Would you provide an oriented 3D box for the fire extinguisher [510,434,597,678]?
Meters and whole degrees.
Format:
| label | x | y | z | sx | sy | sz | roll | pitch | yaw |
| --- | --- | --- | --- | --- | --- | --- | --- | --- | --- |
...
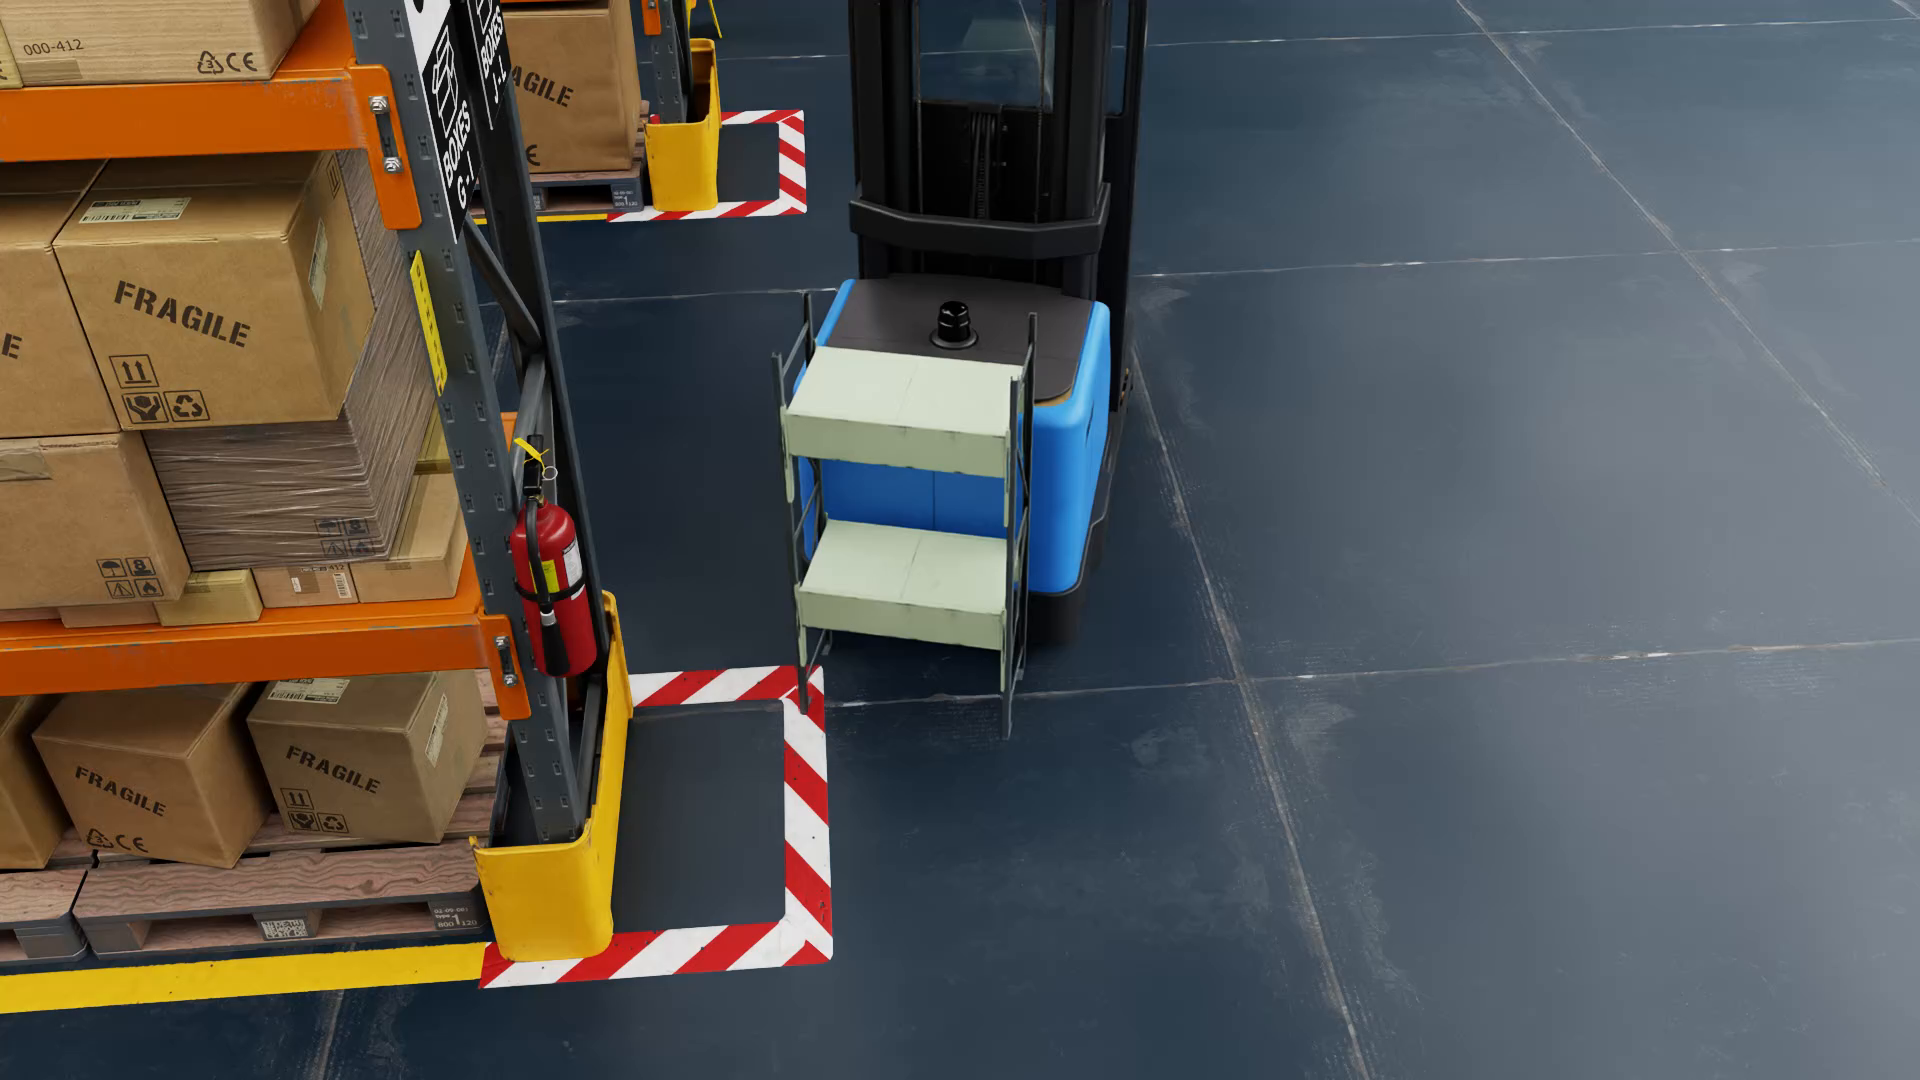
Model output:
| label | x | y | z | sx | sy | sz | roll | pitch | yaw |
| --- | --- | --- | --- | --- | --- | --- | --- | --- | --- |
| fire extinguisher | -1.072 | 0.057 | 4.318 | 0.183 | 0.674 | 0.296 | -3 | 38 | -4 |

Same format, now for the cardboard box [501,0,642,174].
| label | x | y | z | sx | sy | sz | roll | pitch | yaw |
| --- | --- | --- | --- | --- | --- | --- | --- | --- | --- |
| cardboard box | -2.235 | -2.570 | 8.962 | 0.875 | 0.875 | 0.875 | -3 | 38 | -4 |

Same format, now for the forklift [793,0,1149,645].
| label | x | y | z | sx | sy | sz | roll | pitch | yaw |
| --- | --- | --- | --- | --- | --- | --- | --- | --- | --- |
| forklift | 0.179 | -1.676 | 6.508 | 1.130 | 2.935 | 3.031 | 6 | 39 | 8 |

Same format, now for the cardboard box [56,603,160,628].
| label | x | y | z | sx | sy | sz | roll | pitch | yaw |
| --- | --- | --- | --- | --- | --- | --- | --- | --- | --- |
| cardboard box | -2.237 | 0.053 | 4.464 | 0.250 | 0.149 | 0.380 | -3 | 38 | -4 |

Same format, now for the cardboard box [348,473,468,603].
| label | x | y | z | sx | sy | sz | roll | pitch | yaw |
| --- | --- | --- | --- | --- | --- | --- | --- | --- | --- |
| cardboard box | -1.493 | -0.010 | 4.543 | 0.250 | 0.149 | 0.380 | -3 | 38 | -4 |

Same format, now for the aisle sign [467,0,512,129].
| label | x | y | z | sx | sy | sz | roll | pitch | yaw |
| --- | --- | --- | --- | --- | --- | --- | --- | --- | --- |
| aisle sign | -1.192 | -1.460 | 4.080 | 0.004 | 0.787 | 0.394 | -3 | 38 | -4 |

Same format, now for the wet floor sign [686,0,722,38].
| label | x | y | z | sx | sy | sz | roll | pitch | yaw |
| --- | --- | --- | --- | --- | --- | --- | --- | --- | --- |
| wet floor sign | -1.712 | -3.616 | 10.812 | 0.232 | 0.644 | 0.267 | -9 | 39 | -12 |

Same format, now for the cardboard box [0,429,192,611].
| label | x | y | z | sx | sy | sz | roll | pitch | yaw |
| --- | --- | --- | --- | --- | --- | --- | --- | --- | --- |
| cardboard box | -2.265 | -0.293 | 4.378 | 0.500 | 0.500 | 0.875 | -3 | 38 | -4 |

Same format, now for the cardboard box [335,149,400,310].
| label | x | y | z | sx | sy | sz | roll | pitch | yaw |
| --- | --- | --- | --- | --- | --- | --- | --- | --- | --- |
| cardboard box | -1.799 | -0.938 | 4.389 | 0.500 | 0.500 | 0.500 | -3 | 38 | -4 |

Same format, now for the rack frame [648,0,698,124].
| label | x | y | z | sx | sy | sz | roll | pitch | yaw |
| --- | --- | --- | --- | --- | --- | --- | --- | --- | --- |
| rack frame | -1.566 | -3.317 | 8.532 | 0.127 | 3.000 | 1.000 | -3 | 38 | -4 |

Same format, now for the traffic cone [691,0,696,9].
| label | x | y | z | sx | sy | sz | roll | pitch | yaw |
| --- | --- | --- | --- | --- | --- | --- | --- | --- | --- |
| traffic cone | -1.982 | -3.884 | 11.299 | 0.334 | 0.463 | 0.336 | -3 | 38 | -4 |

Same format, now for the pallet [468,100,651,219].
| label | x | y | z | sx | sy | sz | roll | pitch | yaw |
| --- | --- | --- | --- | --- | --- | --- | --- | --- | --- |
| pallet | -2.355 | -2.130 | 9.279 | 1.213 | 0.211 | 1.003 | -3 | 38 | -4 |

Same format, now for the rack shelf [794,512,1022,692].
| label | x | y | z | sx | sy | sz | roll | pitch | yaw |
| --- | --- | --- | --- | --- | --- | --- | --- | --- | --- |
| rack shelf | -0.165 | 0.211 | 5.797 | 0.720 | 0.370 | 0.431 | 6 | 39 | 8 |

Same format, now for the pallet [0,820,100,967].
| label | x | y | z | sx | sy | sz | roll | pitch | yaw |
| --- | --- | --- | --- | --- | --- | --- | --- | --- | --- |
| pallet | -3.328 | 0.935 | 5.394 | 1.213 | 0.211 | 1.003 | -3 | 38 | -4 |

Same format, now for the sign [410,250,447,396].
| label | x | y | z | sx | sy | sz | roll | pitch | yaw |
| --- | --- | --- | --- | --- | --- | --- | --- | --- | --- |
| sign | -1.198 | -0.486 | 3.755 | 0.005 | 0.325 | 0.100 | -3 | 38 | -4 |

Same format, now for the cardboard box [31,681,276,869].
| label | x | y | z | sx | sy | sz | roll | pitch | yaw |
| --- | --- | --- | --- | --- | --- | --- | --- | --- | --- |
| cardboard box | -2.443 | 0.643 | 5.192 | 0.500 | 0.500 | 0.500 | 6 | 39 | 8 |

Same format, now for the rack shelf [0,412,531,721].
| label | x | y | z | sx | sy | sz | roll | pitch | yaw |
| --- | --- | --- | --- | --- | --- | --- | --- | --- | --- |
| rack shelf | -3.219 | 0.141 | 4.731 | 4.000 | 0.370 | 1.077 | -3 | 38 | -4 |

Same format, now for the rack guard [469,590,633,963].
| label | x | y | z | sx | sy | sz | roll | pitch | yaw |
| --- | --- | --- | --- | --- | --- | --- | --- | --- | --- |
| rack guard | -1.303 | 0.734 | 5.416 | 0.348 | 0.500 | 1.175 | -3 | 38 | -4 |

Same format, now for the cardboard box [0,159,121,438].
| label | x | y | z | sx | sy | sz | roll | pitch | yaw |
| --- | --- | --- | --- | --- | --- | --- | --- | --- | --- |
| cardboard box | -2.251 | -0.586 | 3.943 | 0.500 | 0.500 | 0.500 | -3 | 38 | -4 |

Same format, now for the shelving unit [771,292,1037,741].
| label | x | y | z | sx | sy | sz | roll | pitch | yaw |
| --- | --- | --- | --- | --- | --- | --- | --- | --- | --- |
| shelving unit | -0.165 | -0.044 | 5.595 | 0.755 | 1.500 | 0.431 | 6 | 39 | 8 |

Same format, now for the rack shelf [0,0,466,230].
| label | x | y | z | sx | sy | sz | roll | pitch | yaw |
| --- | --- | --- | --- | --- | --- | --- | --- | --- | --- |
| rack shelf | -3.219 | -1.037 | 3.801 | 4.000 | 0.370 | 1.077 | -3 | 38 | -4 |

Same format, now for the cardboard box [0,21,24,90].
| label | x | y | z | sx | sy | sz | roll | pitch | yaw |
| --- | --- | --- | --- | --- | --- | --- | --- | --- | --- |
| cardboard box | -2.182 | -1.158 | 3.495 | 0.500 | 0.250 | 0.500 | -3 | 38 | -4 |

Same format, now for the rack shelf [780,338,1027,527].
| label | x | y | z | sx | sy | sz | roll | pitch | yaw |
| --- | --- | --- | --- | --- | --- | --- | --- | --- | --- |
| rack shelf | -0.165 | -0.351 | 5.354 | 0.720 | 0.370 | 0.431 | 6 | 39 | 8 |

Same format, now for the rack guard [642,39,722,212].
| label | x | y | z | sx | sy | sz | roll | pitch | yaw |
| --- | --- | --- | --- | --- | --- | --- | --- | --- | --- |
| rack guard | -1.542 | -2.337 | 9.308 | 0.348 | 0.500 | 1.175 | -3 | 38 | -4 |

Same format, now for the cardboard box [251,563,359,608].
| label | x | y | z | sx | sy | sz | roll | pitch | yaw |
| --- | --- | --- | --- | --- | --- | --- | --- | --- | --- |
| cardboard box | -1.742 | 0.004 | 4.527 | 0.250 | 0.149 | 0.380 | -3 | 38 | -4 |

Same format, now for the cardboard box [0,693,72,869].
| label | x | y | z | sx | sy | sz | roll | pitch | yaw |
| --- | --- | --- | --- | --- | --- | --- | --- | --- | --- |
| cardboard box | -3.068 | 0.666 | 5.164 | 0.500 | 0.500 | 0.500 | 0 | 38 | 0 |

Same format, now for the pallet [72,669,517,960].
| label | x | y | z | sx | sy | sz | roll | pitch | yaw |
| --- | --- | --- | --- | --- | --- | --- | --- | --- | --- |
| pallet | -2.115 | 0.870 | 5.476 | 1.213 | 0.211 | 1.003 | -3 | 38 | -4 |

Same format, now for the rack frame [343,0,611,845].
| label | x | y | z | sx | sy | sz | roll | pitch | yaw |
| --- | --- | --- | --- | --- | --- | --- | --- | --- | --- |
| rack frame | -1.227 | -0.251 | 4.647 | 0.127 | 3.000 | 1.000 | -3 | 38 | -4 |

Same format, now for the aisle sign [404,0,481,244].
| label | x | y | z | sx | sy | sz | roll | pitch | yaw |
| --- | --- | --- | --- | --- | --- | --- | --- | --- | --- |
| aisle sign | -1.139 | -1.090 | 3.611 | 0.004 | 0.787 | 0.394 | -3 | 38 | -4 |

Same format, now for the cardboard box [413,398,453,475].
| label | x | y | z | sx | sy | sz | roll | pitch | yaw |
| --- | --- | --- | --- | --- | --- | --- | --- | --- | --- |
| cardboard box | -1.532 | -0.284 | 4.891 | 0.250 | 0.149 | 0.380 | -3 | 38 | -4 |

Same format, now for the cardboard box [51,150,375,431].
| label | x | y | z | sx | sy | sz | roll | pitch | yaw |
| --- | --- | --- | --- | --- | --- | --- | --- | --- | --- |
| cardboard box | -1.753 | -0.617 | 3.983 | 0.500 | 0.500 | 0.500 | -3 | 38 | -4 |

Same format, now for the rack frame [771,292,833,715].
| label | x | y | z | sx | sy | sz | roll | pitch | yaw |
| --- | --- | --- | --- | --- | --- | --- | --- | --- | --- |
| rack frame | -0.525 | -0.085 | 5.647 | 0.023 | 1.500 | 0.400 | 6 | 39 | 8 |

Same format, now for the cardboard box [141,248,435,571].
| label | x | y | z | sx | sy | sz | roll | pitch | yaw |
| --- | --- | --- | --- | --- | --- | --- | --- | --- | --- |
| cardboard box | -1.777 | -0.394 | 4.507 | 0.500 | 0.500 | 0.875 | -3 | 38 | -4 |

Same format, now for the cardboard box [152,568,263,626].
| label | x | y | z | sx | sy | sz | roll | pitch | yaw |
| --- | --- | --- | --- | --- | --- | --- | --- | --- | --- |
| cardboard box | -1.986 | 0.049 | 4.469 | 0.250 | 0.149 | 0.380 | -3 | 38 | -4 |

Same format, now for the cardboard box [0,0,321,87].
| label | x | y | z | sx | sy | sz | roll | pitch | yaw |
| --- | --- | --- | --- | --- | --- | --- | --- | --- | --- |
| cardboard box | -1.685 | -1.187 | 3.532 | 0.500 | 0.250 | 0.500 | -2 | 38 | -3 |

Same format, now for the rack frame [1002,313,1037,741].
| label | x | y | z | sx | sy | sz | roll | pitch | yaw |
| --- | --- | --- | --- | --- | --- | --- | --- | --- | --- |
| rack frame | 0.195 | -0.004 | 5.544 | 0.023 | 1.500 | 0.400 | 6 | 39 | 8 |

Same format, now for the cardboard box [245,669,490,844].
| label | x | y | z | sx | sy | sz | roll | pitch | yaw |
| --- | --- | --- | --- | --- | --- | --- | --- | --- | --- |
| cardboard box | -1.851 | 0.589 | 5.261 | 0.500 | 0.500 | 0.500 | 4 | 38 | 4 |

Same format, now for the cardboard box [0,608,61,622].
| label | x | y | z | sx | sy | sz | roll | pitch | yaw |
| --- | --- | --- | --- | --- | --- | --- | --- | --- | --- |
| cardboard box | -2.489 | 0.042 | 4.479 | 0.250 | 0.149 | 0.380 | -3 | 38 | -4 |

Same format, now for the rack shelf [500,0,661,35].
| label | x | y | z | sx | sy | sz | roll | pitch | yaw |
| --- | --- | --- | --- | --- | --- | --- | --- | --- | --- |
| rack shelf | -3.558 | -2.925 | 8.616 | 4.000 | 0.370 | 1.077 | -3 | 38 | -4 |
